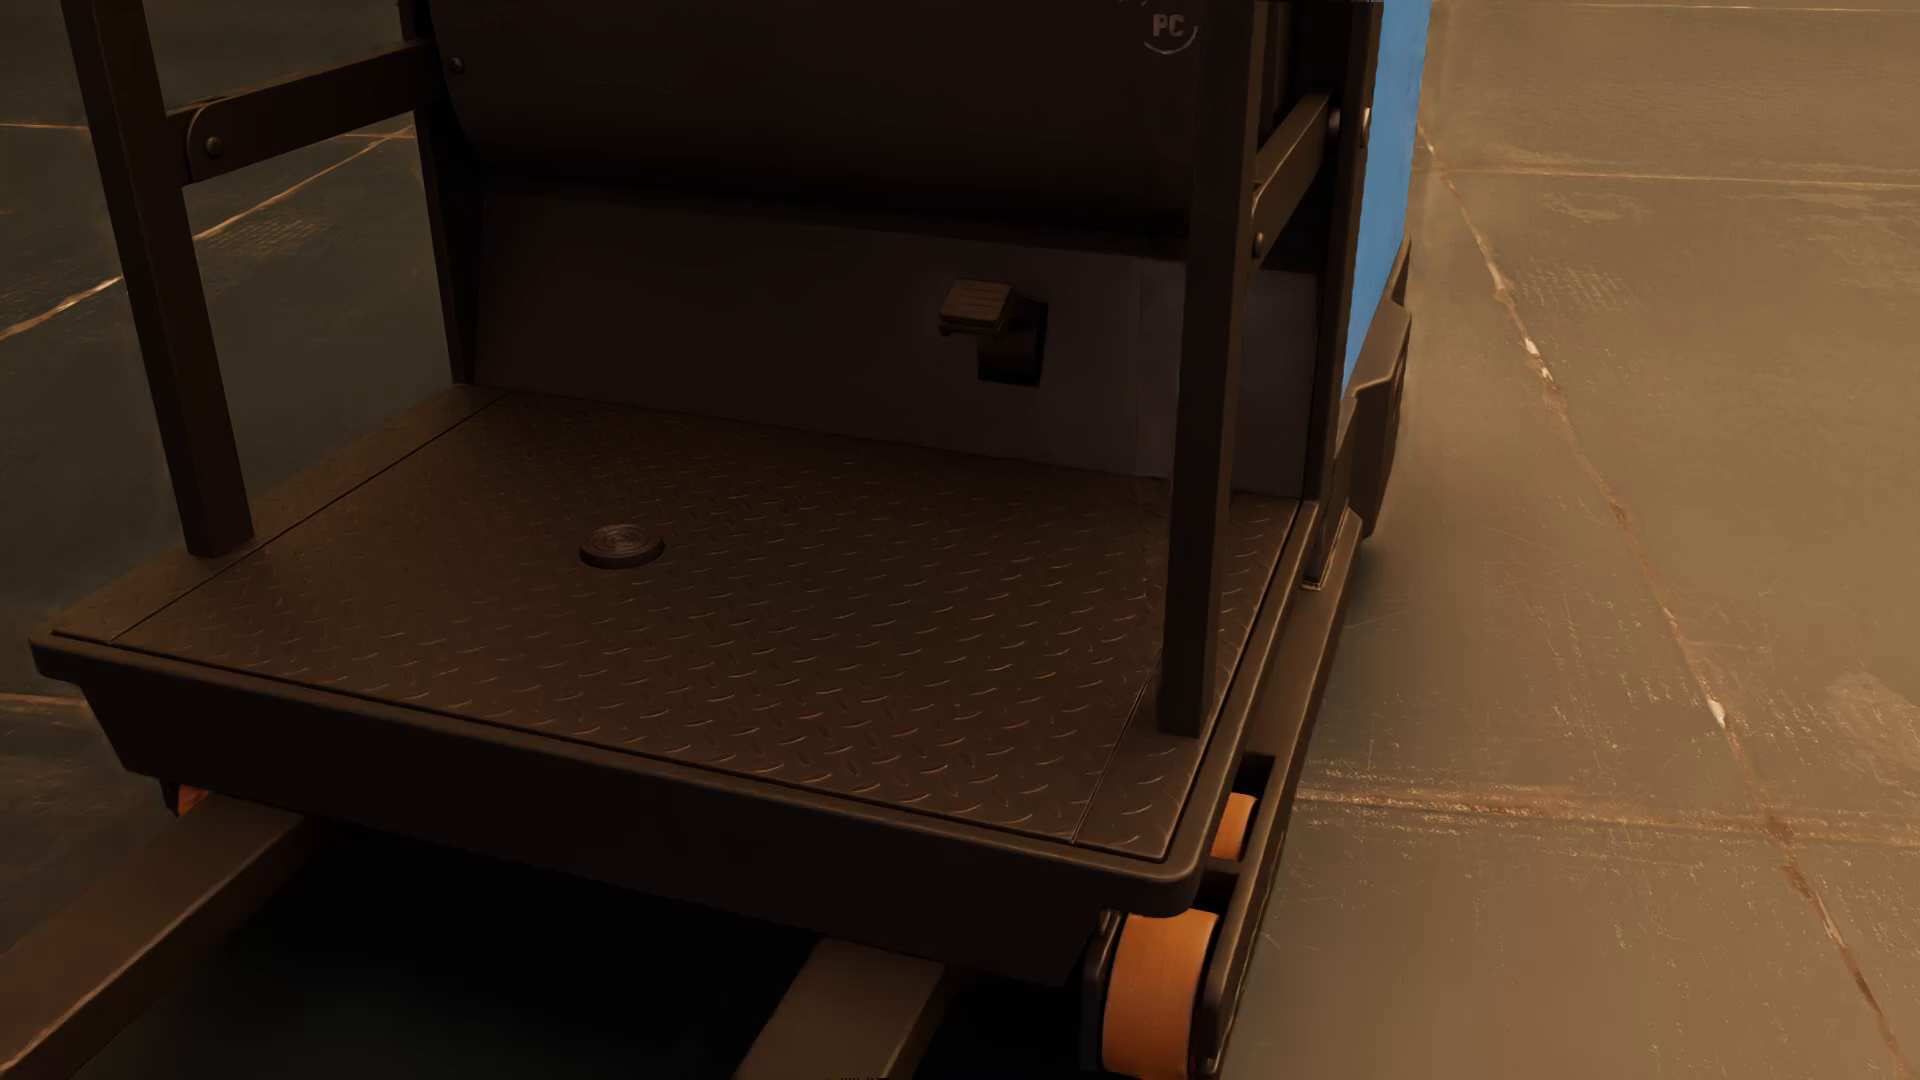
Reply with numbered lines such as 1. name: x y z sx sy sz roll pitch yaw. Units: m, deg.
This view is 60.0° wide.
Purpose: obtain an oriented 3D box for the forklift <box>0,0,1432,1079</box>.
1. forklift: -0.193 -1.023 1.267 1.130 2.935 3.031 9 28 17
